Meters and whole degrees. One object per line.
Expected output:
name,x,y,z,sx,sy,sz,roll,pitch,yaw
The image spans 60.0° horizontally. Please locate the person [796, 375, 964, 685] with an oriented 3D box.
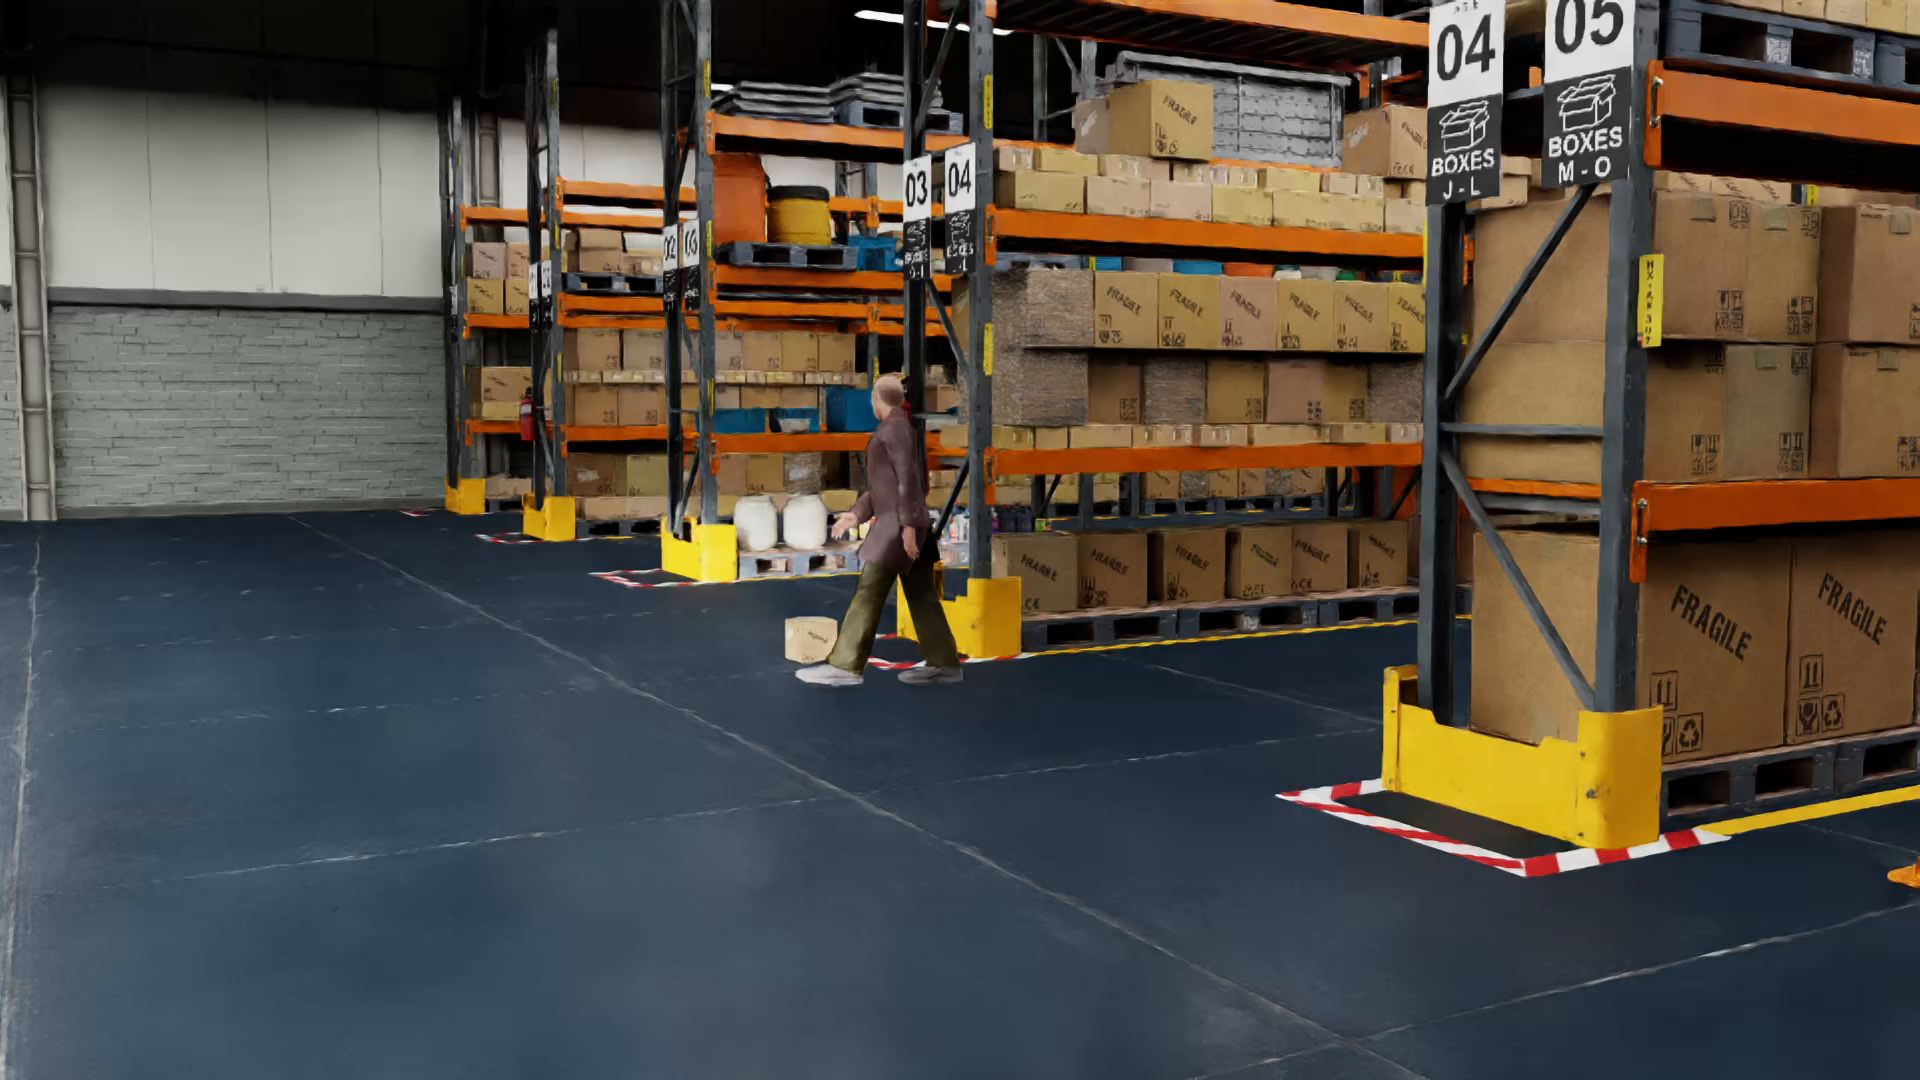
person,-0.435,0.004,9.336,0.909,1.604,0.610,0,5,4
